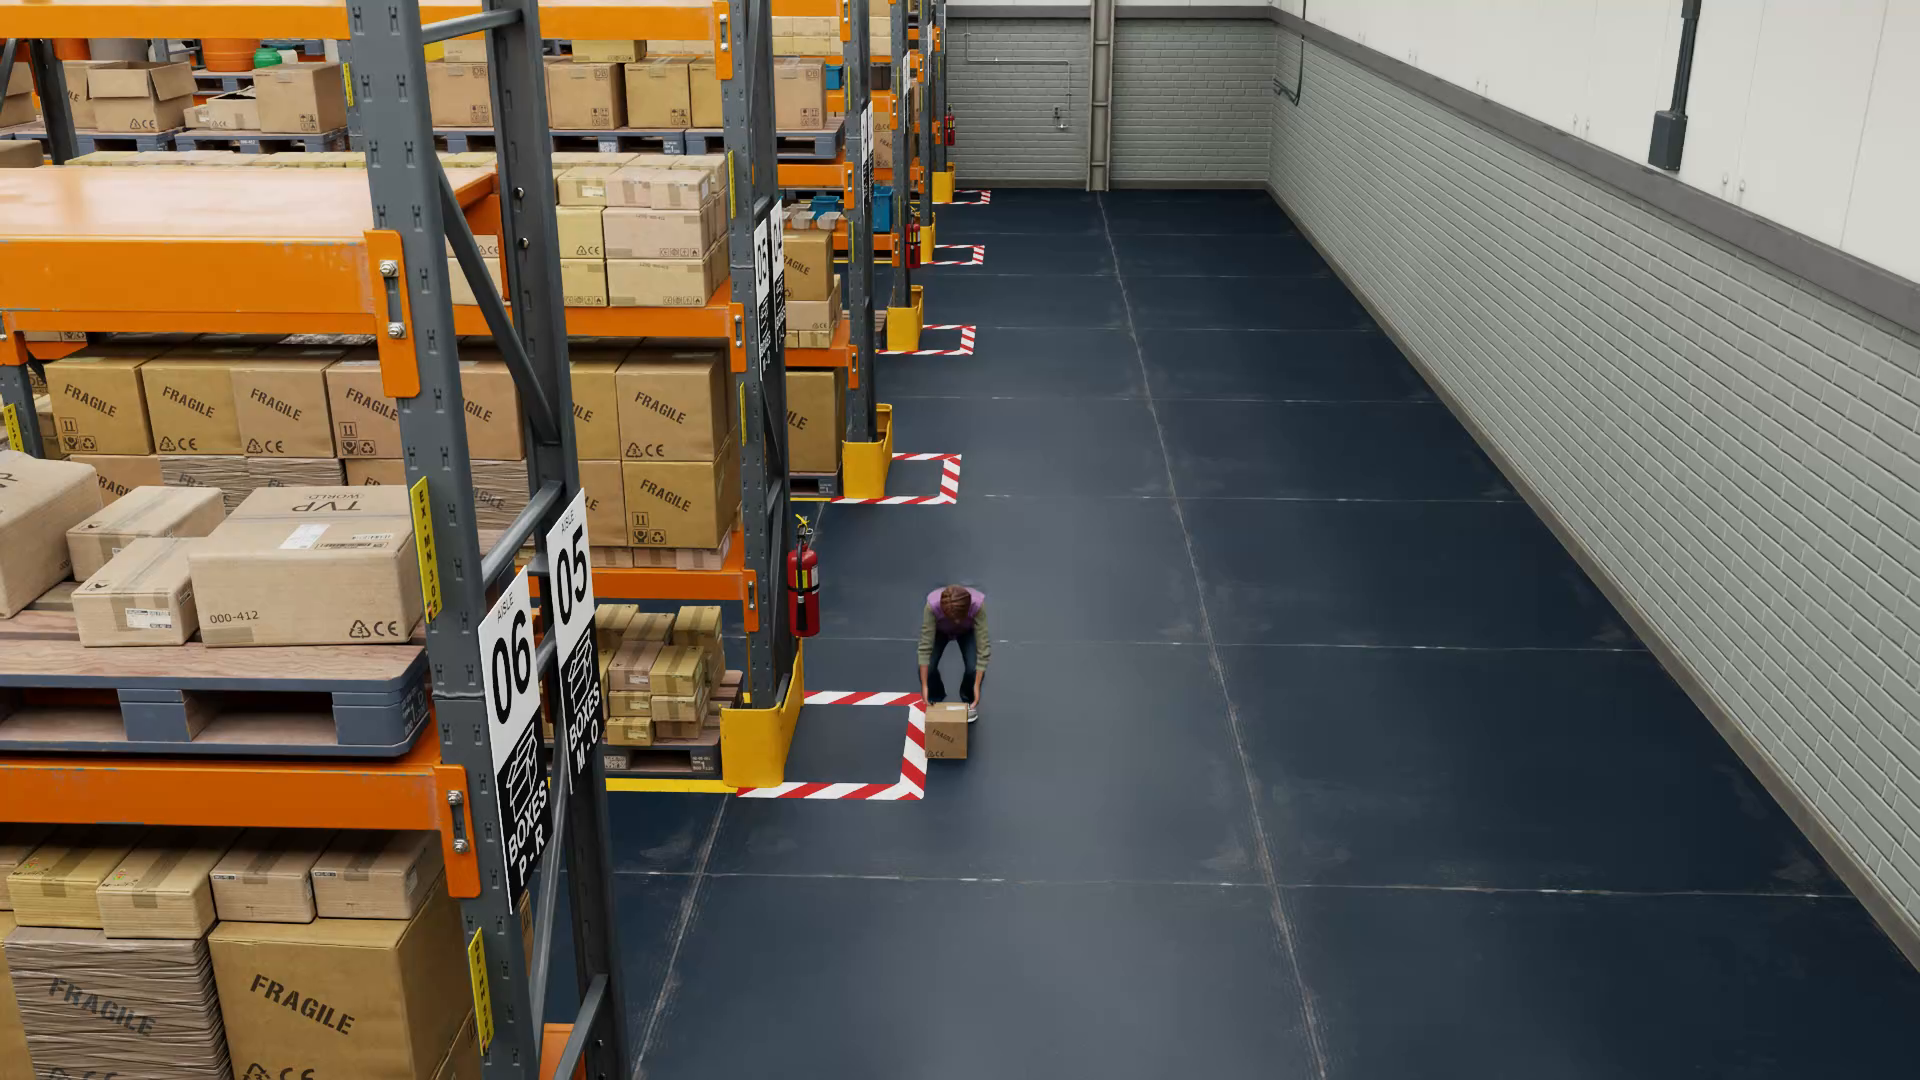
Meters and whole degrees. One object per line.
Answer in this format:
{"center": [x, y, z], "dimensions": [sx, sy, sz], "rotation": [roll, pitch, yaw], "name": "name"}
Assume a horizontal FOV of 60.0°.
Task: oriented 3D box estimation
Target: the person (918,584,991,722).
{"center": [-0.028, 0.653, 10.205], "dimensions": [0.458, 1.022, 0.757], "rotation": [2, 21, 5], "name": "person"}
